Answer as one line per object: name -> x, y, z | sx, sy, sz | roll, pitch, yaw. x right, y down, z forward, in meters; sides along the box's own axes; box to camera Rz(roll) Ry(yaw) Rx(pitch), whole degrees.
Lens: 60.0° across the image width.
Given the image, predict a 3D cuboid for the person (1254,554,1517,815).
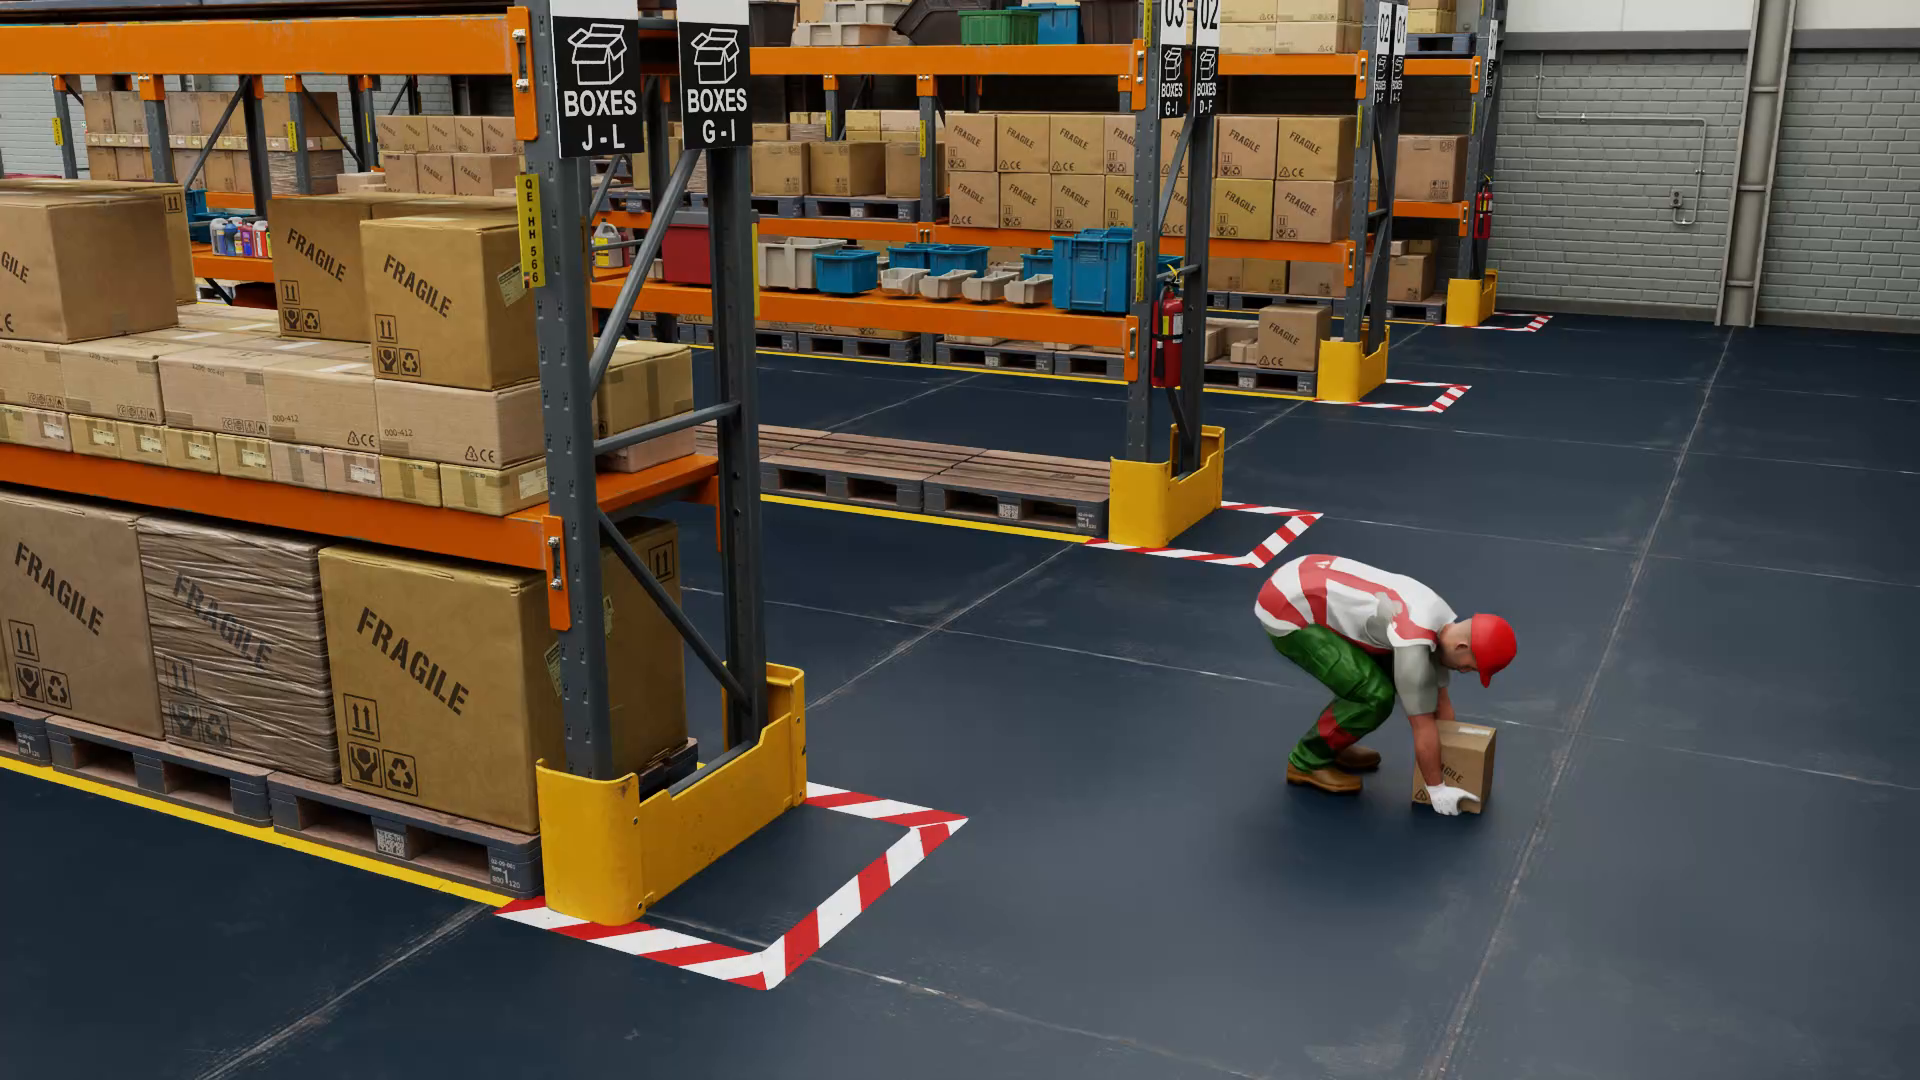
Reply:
person -> 1.608, 0.527, 6.338 | 0.950, 0.894, 0.536 | 7, 17, 23
